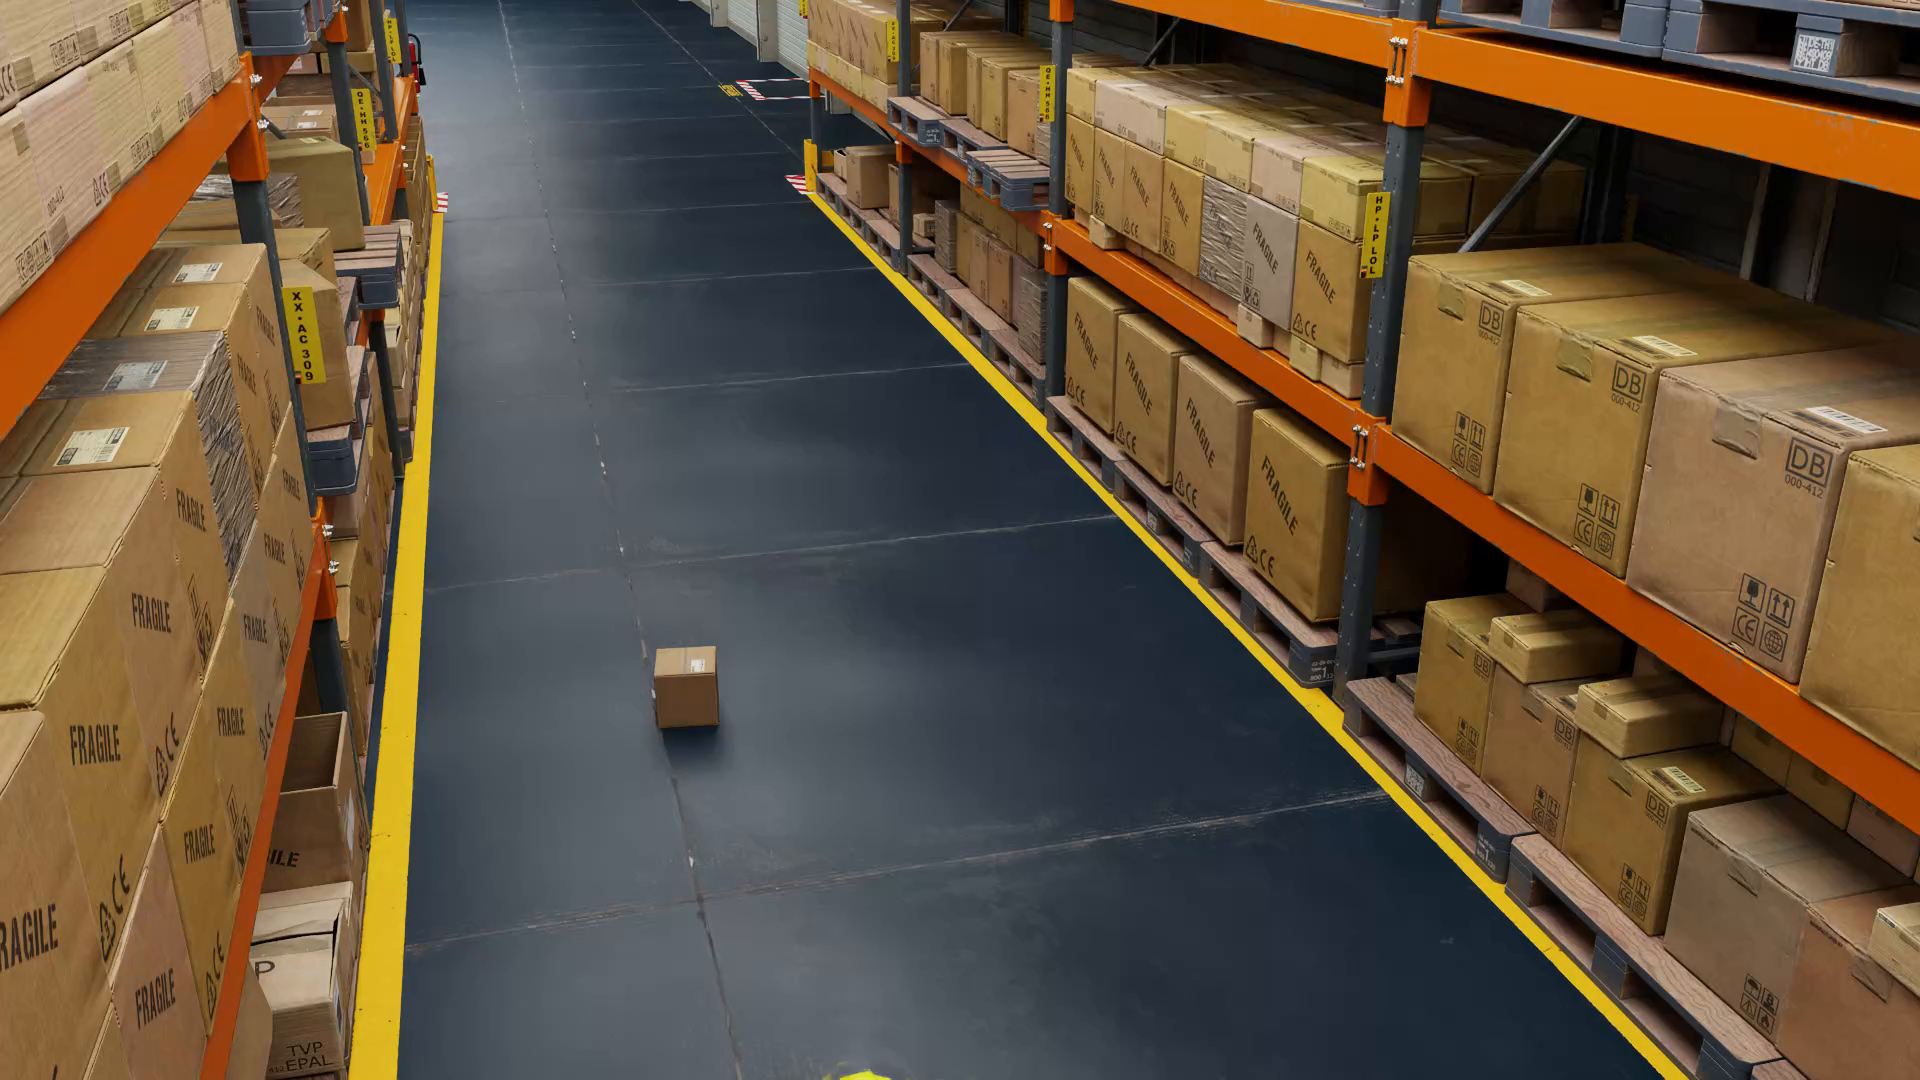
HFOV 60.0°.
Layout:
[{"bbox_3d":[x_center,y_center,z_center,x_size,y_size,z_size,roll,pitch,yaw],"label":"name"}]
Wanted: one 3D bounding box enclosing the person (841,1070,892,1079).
[{"bbox_3d":[-0.125,1.645,2.607,0.565,1.719,0.963,-2,23,-5],"label":"person"}]
